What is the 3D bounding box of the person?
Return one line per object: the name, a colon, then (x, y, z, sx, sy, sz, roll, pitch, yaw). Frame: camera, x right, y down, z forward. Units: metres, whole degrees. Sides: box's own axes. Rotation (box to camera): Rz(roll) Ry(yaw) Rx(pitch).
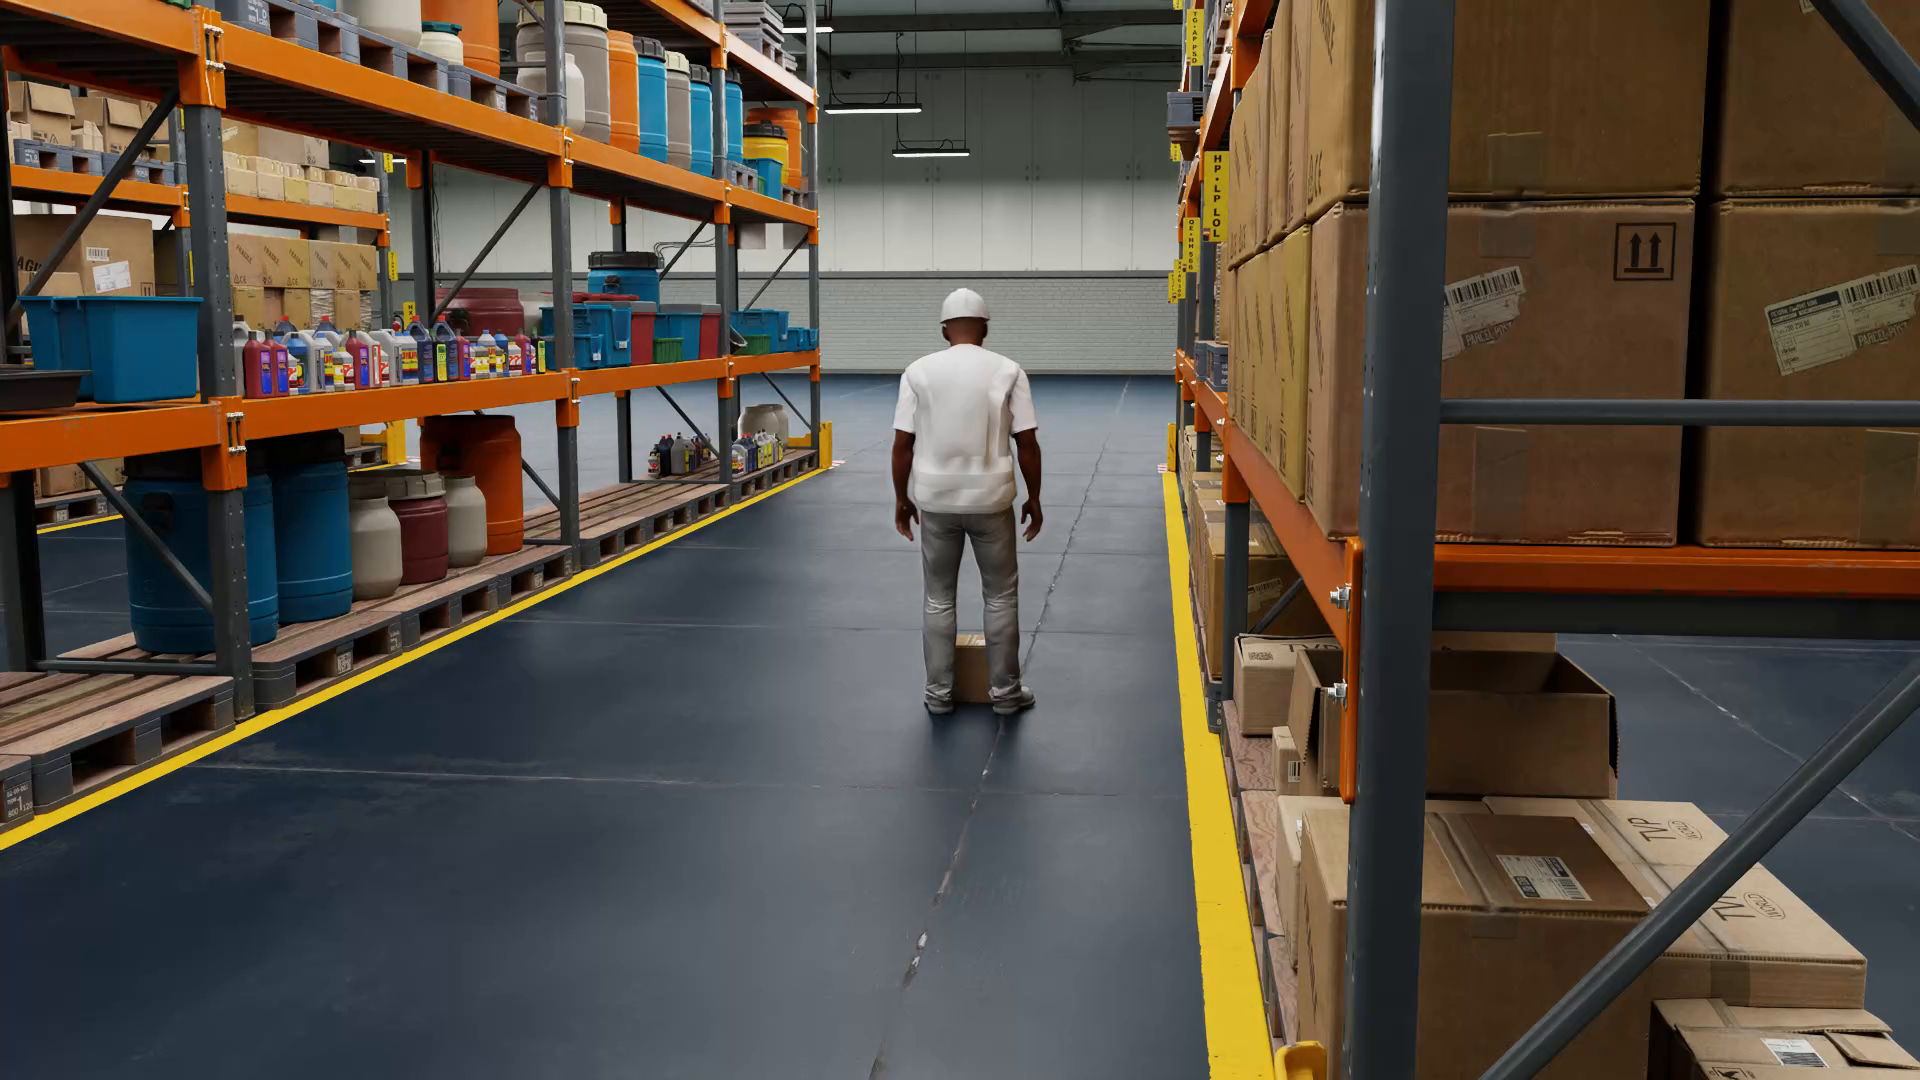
person: (0.032, -0.160, 6.927, 0.626, 1.761, 0.458, 1, 8, 7)
